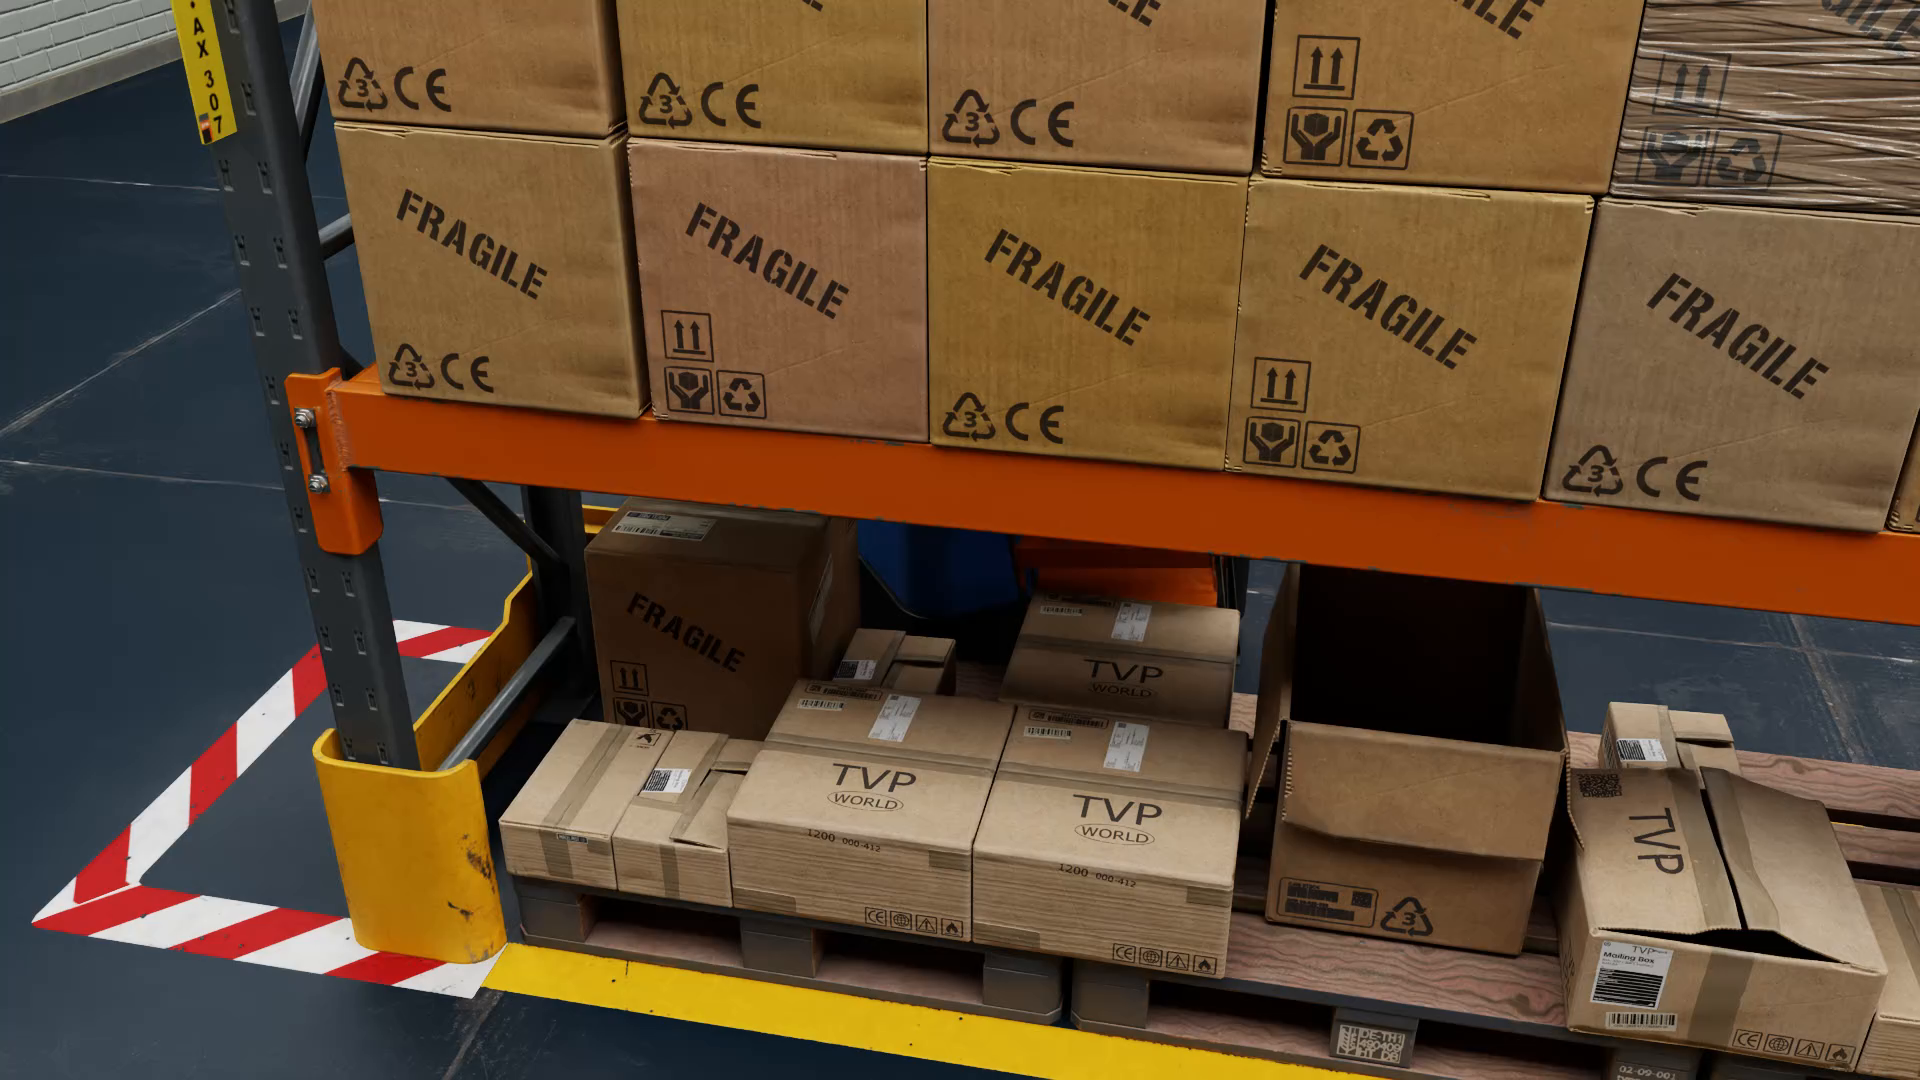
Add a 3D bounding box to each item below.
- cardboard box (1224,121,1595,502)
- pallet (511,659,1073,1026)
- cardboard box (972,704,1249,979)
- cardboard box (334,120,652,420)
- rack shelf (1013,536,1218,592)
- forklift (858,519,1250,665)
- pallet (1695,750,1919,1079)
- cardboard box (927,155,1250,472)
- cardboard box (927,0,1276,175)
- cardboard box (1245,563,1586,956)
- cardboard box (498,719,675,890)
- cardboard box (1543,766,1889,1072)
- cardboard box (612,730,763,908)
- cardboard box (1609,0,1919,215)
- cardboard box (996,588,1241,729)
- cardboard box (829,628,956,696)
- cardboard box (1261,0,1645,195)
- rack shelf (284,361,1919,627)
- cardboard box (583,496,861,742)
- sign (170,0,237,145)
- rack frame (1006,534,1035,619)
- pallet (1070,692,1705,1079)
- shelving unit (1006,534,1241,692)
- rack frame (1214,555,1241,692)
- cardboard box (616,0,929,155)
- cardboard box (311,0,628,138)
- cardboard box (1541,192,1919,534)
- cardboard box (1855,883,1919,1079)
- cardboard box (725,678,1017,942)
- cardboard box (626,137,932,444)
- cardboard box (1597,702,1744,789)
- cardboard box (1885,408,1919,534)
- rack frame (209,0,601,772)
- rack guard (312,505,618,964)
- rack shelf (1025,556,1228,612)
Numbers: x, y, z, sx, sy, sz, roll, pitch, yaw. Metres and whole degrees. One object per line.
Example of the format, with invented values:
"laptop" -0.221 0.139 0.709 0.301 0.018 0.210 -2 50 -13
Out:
"cardboard box" 0.732 -0.419 2.788 0.500 0.500 0.500 6 29 11
"pallet" -0.277 0.615 3.907 1.213 0.211 1.003 6 29 11
"cardboard box" 0.319 0.606 3.425 0.500 0.250 0.500 6 29 11
"cardboard box" -0.753 -0.571 3.065 0.500 0.500 0.500 6 29 12
"rack shelf" 0.394 -0.013 4.070 0.480 0.148 0.258 0 42 15
"forklift" -0.257 -1.559 5.045 1.130 2.935 3.031 -12 31 -21
"pallet" 2.109 0.860 3.460 1.213 0.211 1.003 6 29 11
"cardboard box" 0.243 -0.470 2.881 0.500 0.500 0.500 6 29 10
"cardboard box" 0.249 -0.908 2.640 0.500 0.500 0.500 6 29 11
"cardboard box" 0.942 0.422 3.498 0.637 0.503 0.797 6 29 11
"cardboard box" -0.794 0.565 3.604 0.250 0.149 0.380 6 29 11
"cardboard box" 1.430 0.693 3.202 0.500 0.311 0.500 6 29 11
"cardboard box" -0.549 0.583 3.554 0.250 0.166 0.380 6 29 11
"cardboard box" 1.237 -0.807 2.454 0.500 0.500 0.500 6 29 11
"cardboard box" 0.375 0.366 3.863 0.500 0.250 0.500 6 29 11
"cardboard box" -0.171 0.376 3.932 0.250 0.166 0.380 6 29 11
"cardboard box" 0.746 -0.858 2.548 0.500 0.500 0.500 6 29 10
"rack shelf" 0.824 -0.179 3.203 4.000 0.370 1.077 6 29 11
"cardboard box" -0.548 0.147 4.003 0.500 0.500 0.500 6 29 11
"sign" -1.245 -0.820 2.723 0.005 0.325 0.100 6 29 11
"rack frame" 0.146 -0.062 4.087 0.015 1.200 0.240 0 42 15
"pallet" 0.912 0.738 3.682 1.213 0.211 1.003 6 29 11
"shelving unit" 0.382 -0.063 4.026 0.503 1.200 0.258 0 42 15
"rack frame" 0.618 -0.064 3.965 0.015 1.200 0.240 0 42 15
"cardboard box" -0.240 -0.961 2.736 0.500 0.500 0.500 6 29 11
"cardboard box" -0.753 -1.010 2.825 0.500 0.500 0.500 7 29 12
"cardboard box" 1.231 -0.369 2.697 0.500 0.500 0.500 7 29 12
"cardboard box" 1.785 0.830 3.121 0.250 0.149 0.380 6 29 11
"cardboard box" -0.170 0.556 3.517 0.500 0.250 0.500 6 29 11
"cardboard box" -0.247 -0.522 2.975 0.500 0.500 0.500 6 29 10
"cardboard box" 1.567 0.530 3.651 0.250 0.166 0.380 6 29 11
"cardboard box" 1.734 -0.319 2.605 0.500 0.500 0.500 7 29 12
"rack frame" -1.131 -0.695 3.397 0.127 3.000 1.000 6 29 11
"rack guard" -1.057 0.409 3.983 0.348 0.500 1.175 6 29 11
"rack shelf" 0.428 0.133 4.199 0.480 0.148 0.258 0 42 15
